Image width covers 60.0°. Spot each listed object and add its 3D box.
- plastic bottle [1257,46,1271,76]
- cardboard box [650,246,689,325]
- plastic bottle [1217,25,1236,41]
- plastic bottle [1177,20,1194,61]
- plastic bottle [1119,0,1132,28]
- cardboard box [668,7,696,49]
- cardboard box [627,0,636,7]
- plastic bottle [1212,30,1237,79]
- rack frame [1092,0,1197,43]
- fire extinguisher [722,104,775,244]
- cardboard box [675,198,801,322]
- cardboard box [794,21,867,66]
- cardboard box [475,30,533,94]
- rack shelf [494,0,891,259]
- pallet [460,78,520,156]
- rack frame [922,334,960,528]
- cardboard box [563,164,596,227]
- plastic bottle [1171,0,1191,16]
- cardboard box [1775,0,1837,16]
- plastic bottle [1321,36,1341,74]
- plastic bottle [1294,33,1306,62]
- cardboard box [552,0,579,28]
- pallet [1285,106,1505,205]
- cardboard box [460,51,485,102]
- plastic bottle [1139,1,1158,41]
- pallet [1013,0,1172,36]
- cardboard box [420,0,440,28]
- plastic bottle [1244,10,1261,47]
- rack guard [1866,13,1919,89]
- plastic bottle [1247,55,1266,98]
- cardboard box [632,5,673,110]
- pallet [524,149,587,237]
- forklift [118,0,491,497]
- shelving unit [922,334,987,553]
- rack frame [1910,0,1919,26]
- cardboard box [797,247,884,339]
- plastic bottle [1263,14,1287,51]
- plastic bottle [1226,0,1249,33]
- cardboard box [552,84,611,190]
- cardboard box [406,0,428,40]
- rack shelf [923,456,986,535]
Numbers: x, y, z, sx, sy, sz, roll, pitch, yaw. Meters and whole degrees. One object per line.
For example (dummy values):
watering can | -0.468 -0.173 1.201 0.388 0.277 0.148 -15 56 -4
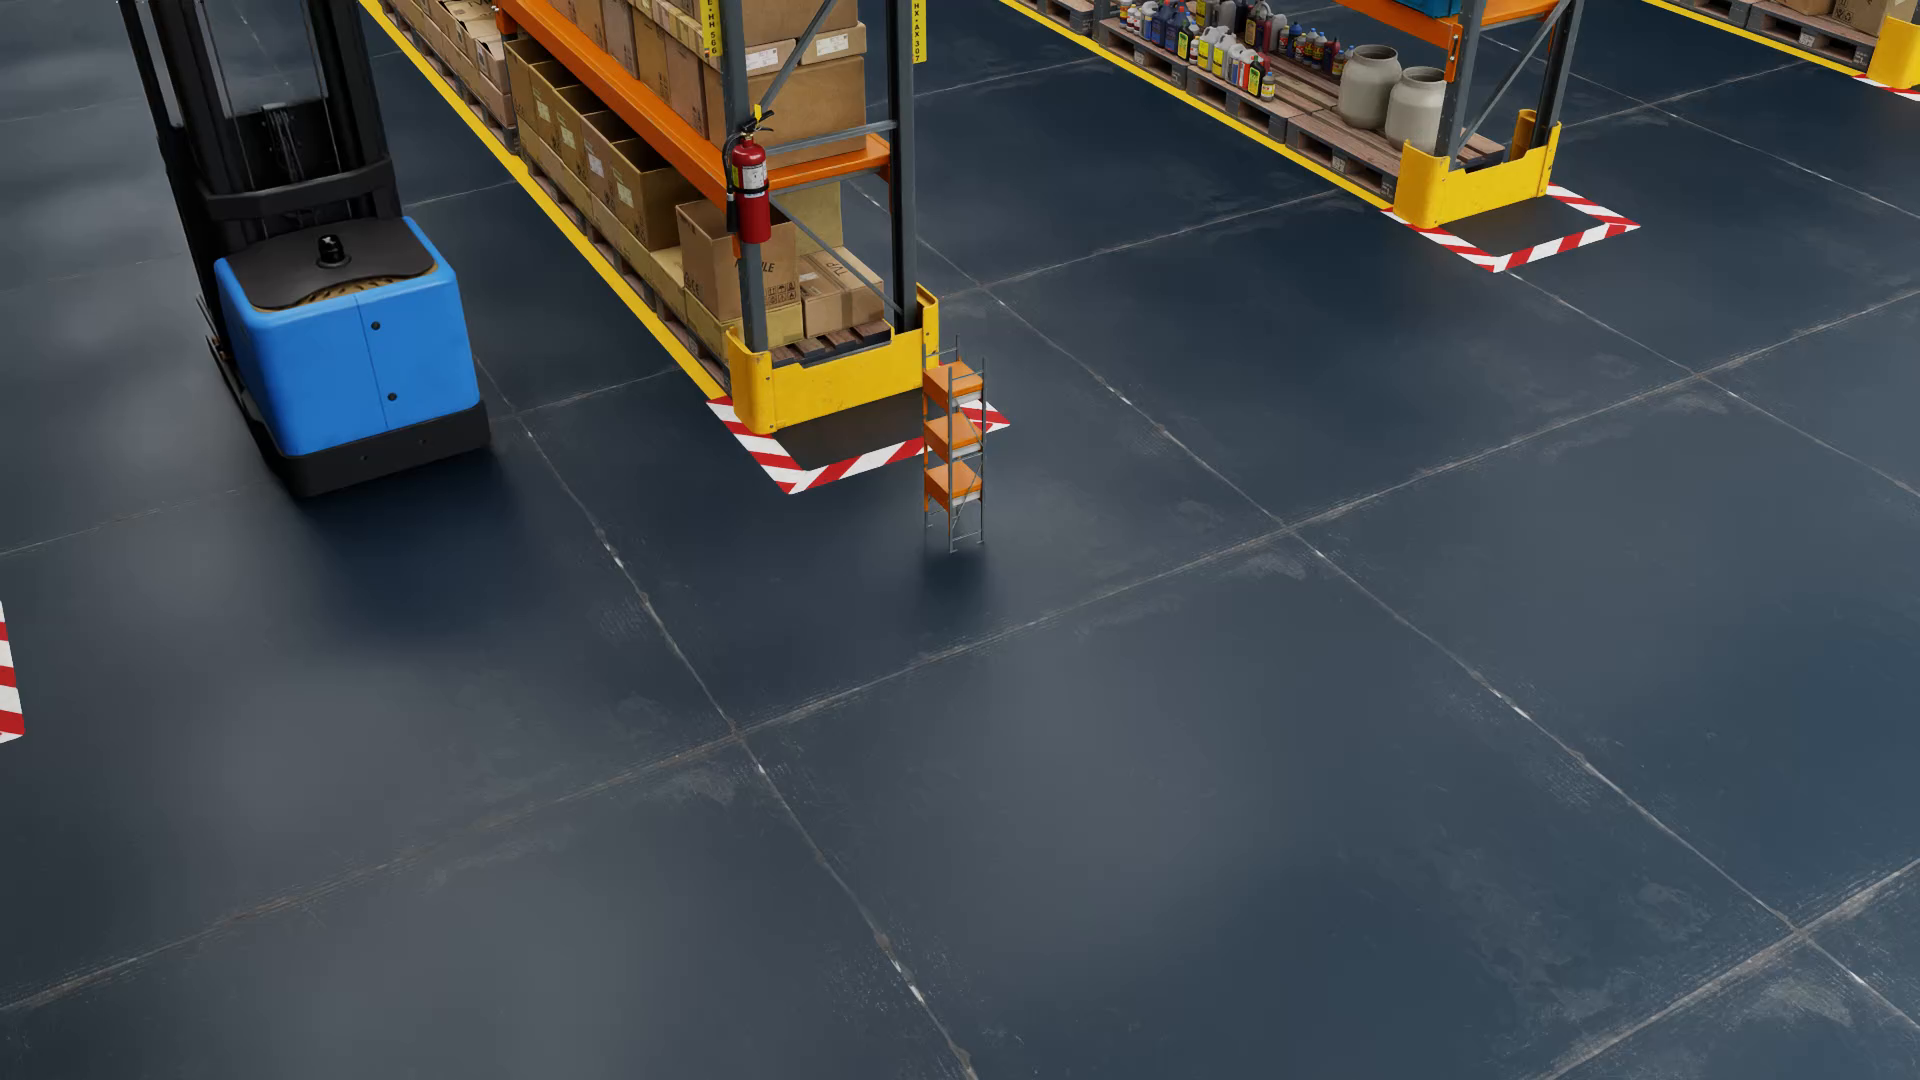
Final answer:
plastic bottle | 2.271 -3.563 12.515 0.061 0.283 0.133 -19 40 -24
cardboard box | -1.487 -1.538 9.788 0.500 0.250 0.500 -19 40 -24
plastic bottle | 2.045 -3.834 12.892 0.152 0.276 0.135 -19 40 -24
plastic bottle | 1.763 -3.900 12.977 0.061 0.283 0.133 -17 39 -22
plastic bottle | 1.356 -4.330 13.576 0.097 0.271 0.097 0 36 0
cardboard box | -1.318 -2.745 8.831 0.380 0.149 0.250 -20 40 -25
cardboard box | -1.709 -3.142 9.374 0.380 0.149 0.250 -18 40 -23
plastic bottle | 2.023 -3.712 12.663 0.144 0.351 0.185 -17 40 -22
rack frame | 1.575 -5.547 13.302 1.000 3.000 0.127 -19 40 -24
fire extinguisher | -1.043 -1.812 8.253 0.296 0.674 0.183 -19 40 -24
cardboard box | -1.227 -1.589 9.221 0.500 0.500 0.500 -19 40 -24
cardboard box | -0.711 -2.607 8.642 0.380 0.149 0.250 -19 40 -24
cardboard box | -3.161 -3.488 11.983 0.500 0.311 0.500 -19 40 -24
rack shelf | -1.705 -2.771 10.110 1.077 0.370 4.000 -19 40 -24
pallet | -3.114 -3.319 12.616 1.003 0.211 1.213 -19 40 -24
rack frame | -0.088 -0.513 8.063 0.200 1.050 0.008 -19 40 -24
cardboard box | -2.246 -2.301 10.832 0.500 0.250 0.500 -19 40 -24
plastic bottle | 1.746 -4.163 13.280 0.144 0.351 0.185 -19 40 -24
cardboard box | 7.238 -4.753 13.978 0.500 0.500 0.500 -9 37 -12
plastic bottle | 2.845 -3.726 12.738 0.061 0.283 0.133 -18 40 -23
plastic bottle | 2.671 -3.848 12.975 0.097 0.201 0.097 0 36 0
cardboard box | -2.211 -3.630 10.592 0.700 0.500 0.500 -19 40 -24
pallet | 3.102 -2.822 11.934 1.003 0.211 1.213 -19 40 -24
cardboard box | -3.422 -3.524 12.507 0.500 0.250 0.500 -20 40 -25
plastic bottle | 1.542 -4.176 13.360 0.152 0.276 0.135 -17 40 -22
pallet | 1.147 -4.810 14.657 1.003 0.211 1.213 -19 40 -24
cardboard box | -3.926 -4.264 13.045 0.500 0.311 0.500 -19 40 -24
plastic bottle | 2.330 -4.079 13.221 0.061 0.283 0.133 -19 40 -24
rack guard | 7.829 -4.004 13.308 1.175 0.500 0.348 -19 40 -24
plastic bottle | 2.208 -3.449 12.359 0.061 0.283 0.133 -18 40 -23
cardboard box | -1.436 -2.845 9.517 0.700 0.500 0.500 -19 40 -24
pallet | -2.347 -2.537 11.545 1.003 0.211 1.213 -19 40 -24
forklift | -3.701 -2.242 8.834 1.130 2.935 3.031 -20 41 -25
shelving unit | -0.027 -0.451 7.978 0.215 1.050 0.252 -19 40 -24
rack frame | 7.867 -4.975 12.518 1.000 3.000 0.127 -19 40 -24
cardboard box | -0.778 -1.440 9.653 0.500 0.250 0.500 -19 40 -24
plastic bottle | 2.484 -4.035 13.168 0.152 0.276 0.135 -18 40 -23
plastic bottle | 2.244 -4.314 13.486 0.144 0.351 0.185 -21 41 -26
cardboard box | -2.245 -2.604 10.611 0.500 0.500 0.500 -19 40 -24
cardboard box | -4.191 -4.307 13.579 0.500 0.250 0.500 -20 41 -25
rack shelf | -0.027 -0.218 8.148 0.215 0.259 0.240 -19 40 -24
